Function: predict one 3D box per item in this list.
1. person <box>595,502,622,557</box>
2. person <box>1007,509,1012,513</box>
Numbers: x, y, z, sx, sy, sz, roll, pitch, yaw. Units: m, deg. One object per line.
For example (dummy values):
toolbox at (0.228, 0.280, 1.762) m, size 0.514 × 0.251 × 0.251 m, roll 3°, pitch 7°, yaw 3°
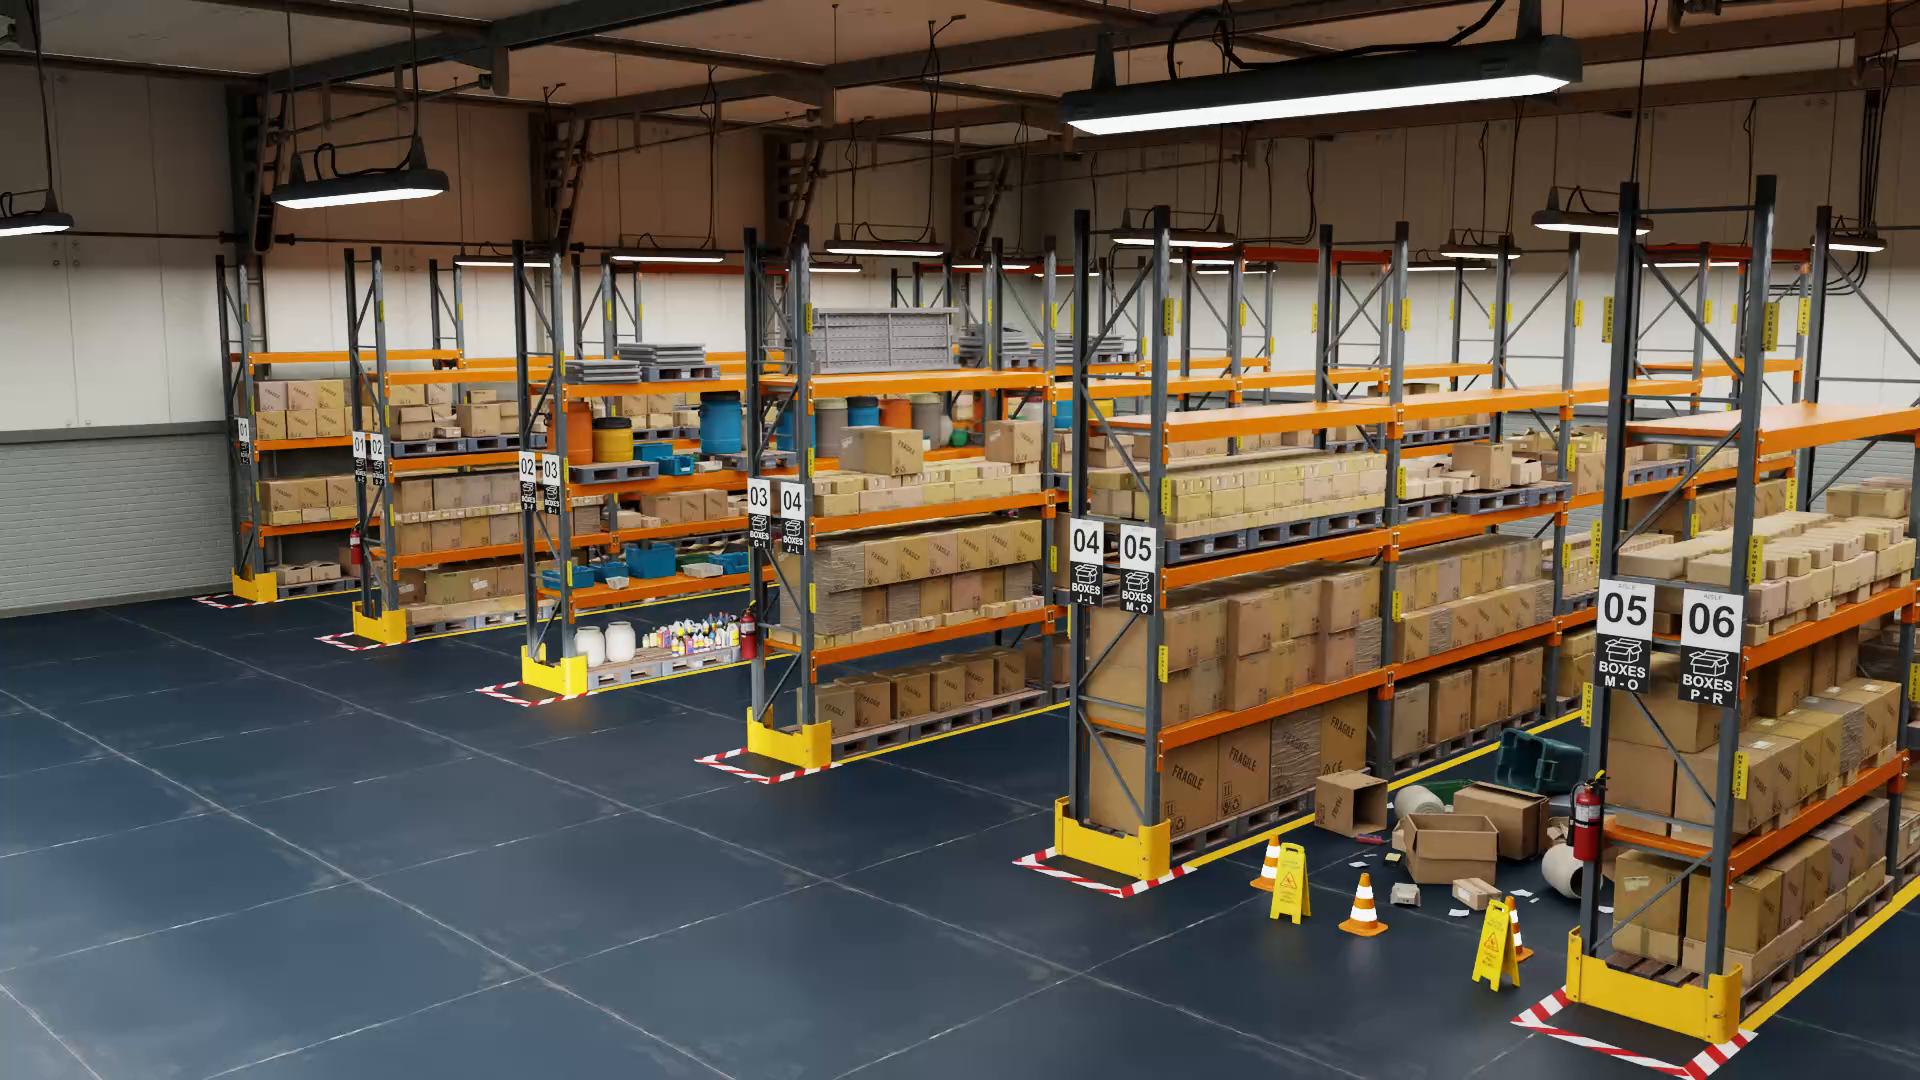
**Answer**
person at (-6.654, -0.064, 31.561) m, size 0.643 × 1.425 × 0.490 m, roll 6°, pitch 10°, yaw 35°
person at (1.221, -0.381, 33.037) m, size 0.615 × 1.780 × 0.816 m, roll 4°, pitch 9°, yaw 29°
